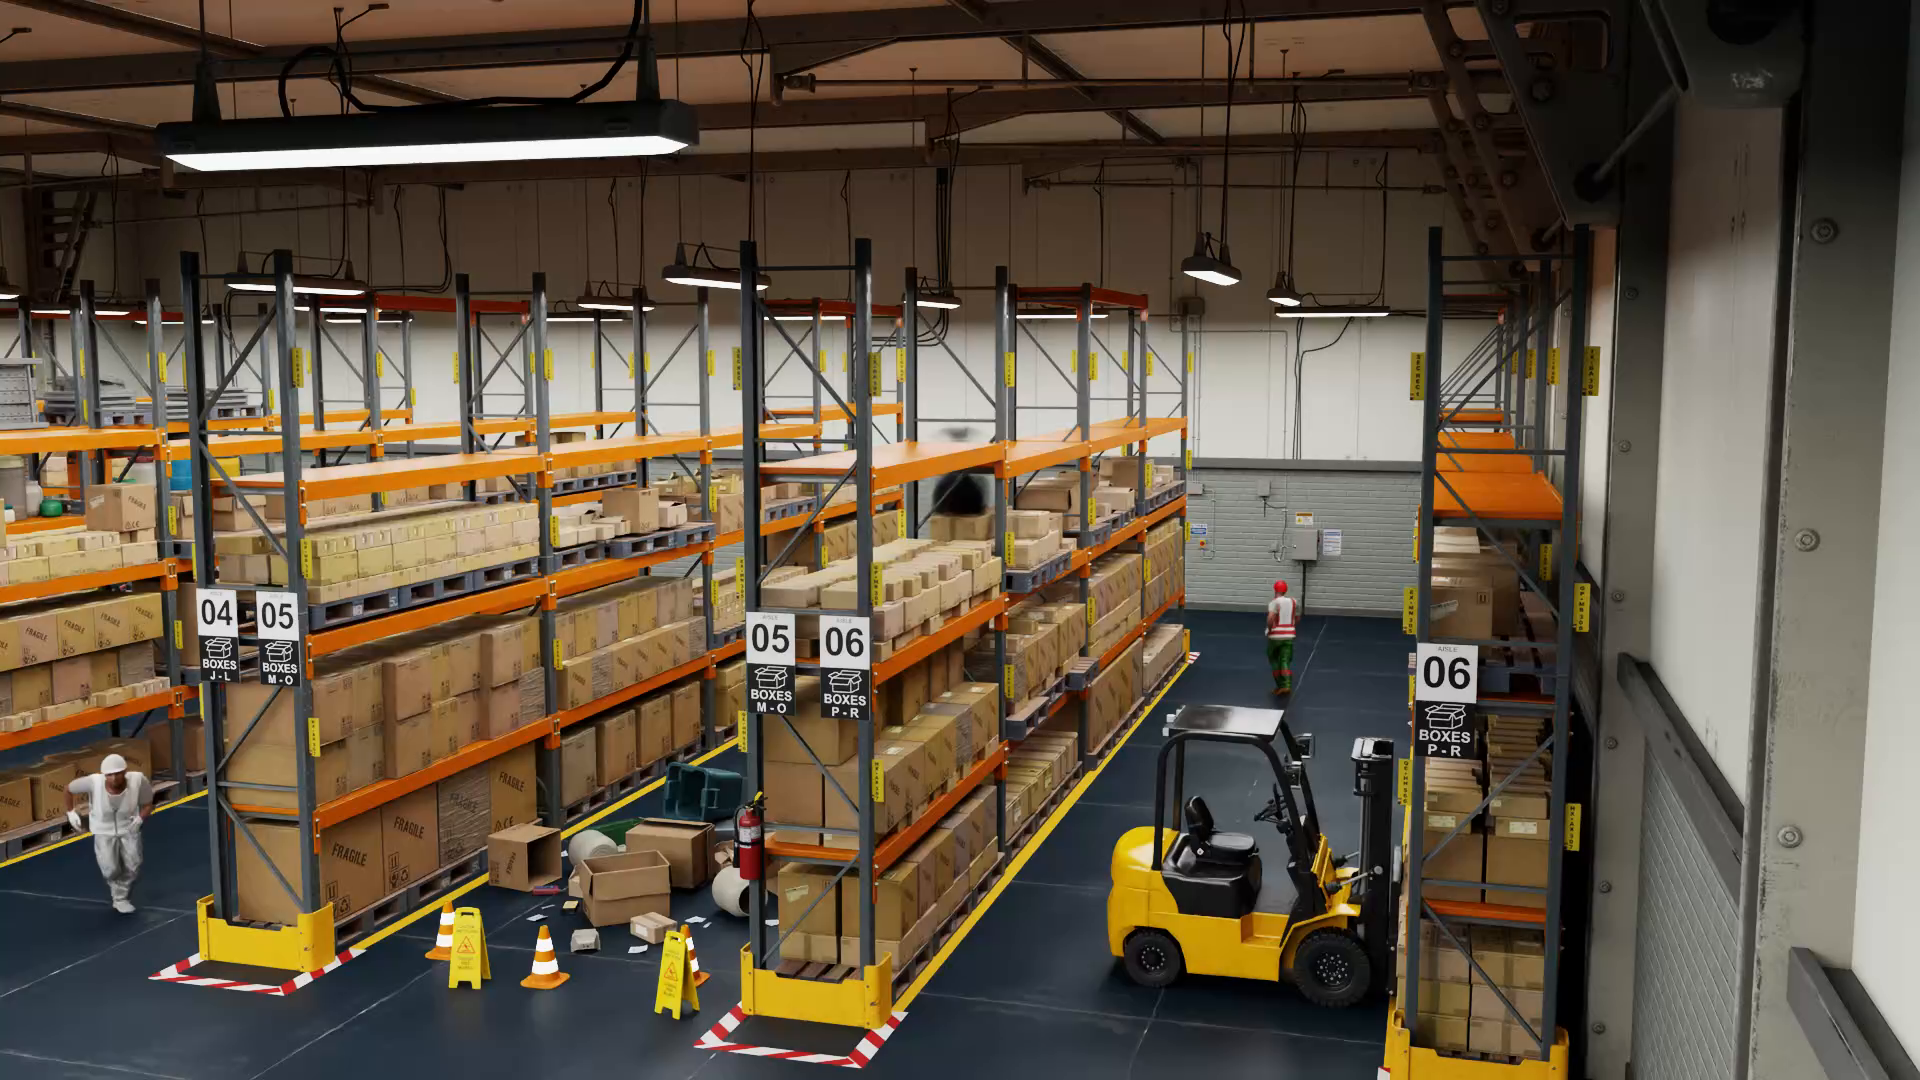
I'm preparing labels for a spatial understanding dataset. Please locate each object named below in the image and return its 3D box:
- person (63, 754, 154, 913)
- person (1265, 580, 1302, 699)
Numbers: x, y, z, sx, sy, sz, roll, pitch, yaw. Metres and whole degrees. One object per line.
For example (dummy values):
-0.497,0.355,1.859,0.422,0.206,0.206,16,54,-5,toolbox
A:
-7.730,2.687,15.141,0.723,1.591,0.816,-3,7,-28,person
4.875,1.503,24.889,0.616,1.764,0.855,-1,6,-8,person
